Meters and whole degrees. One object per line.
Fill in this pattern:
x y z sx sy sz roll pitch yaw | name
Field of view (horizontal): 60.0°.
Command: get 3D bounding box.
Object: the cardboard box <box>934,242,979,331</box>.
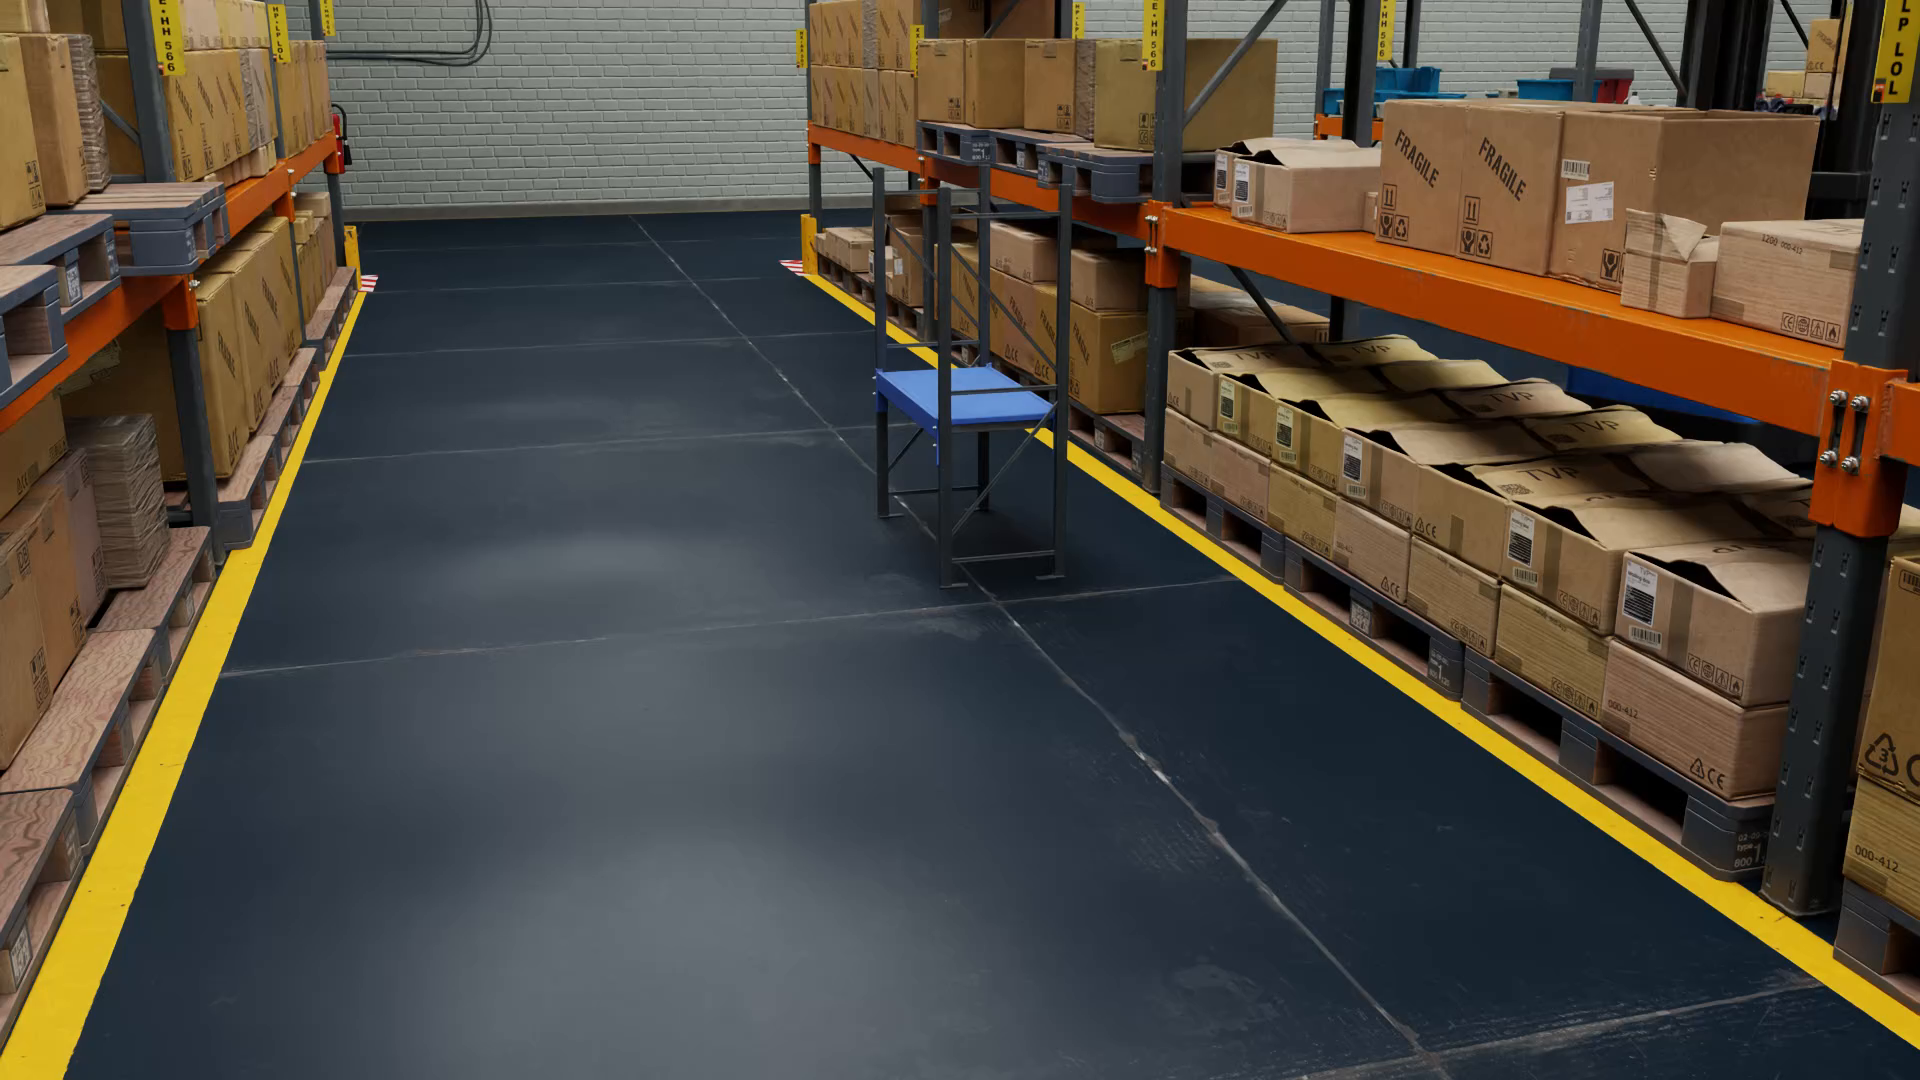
0.144 -1.662 10.852 0.500 0.500 0.500 -6 18 -18 | cardboard box

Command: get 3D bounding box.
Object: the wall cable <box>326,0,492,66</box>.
-6.826 -6.494 18.328 3.097 2.526 0.112 -5 17 -15 | wall cable

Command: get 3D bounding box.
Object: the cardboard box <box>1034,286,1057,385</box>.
0.720 -1.092 8.955 0.500 0.500 0.500 -5 18 -17 | cardboard box

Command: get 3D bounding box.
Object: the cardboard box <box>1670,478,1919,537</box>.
2.438 -0.015 4.862 0.500 0.311 0.500 -5 17 -16 | cardboard box

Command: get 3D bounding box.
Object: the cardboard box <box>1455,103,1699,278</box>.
1.966 -1.135 5.342 0.500 0.500 0.500 -5 17 -15 | cardboard box

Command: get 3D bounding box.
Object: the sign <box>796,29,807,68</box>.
-1.375 -4.280 14.481 0.100 0.325 0.005 -5 17 -15 | sign

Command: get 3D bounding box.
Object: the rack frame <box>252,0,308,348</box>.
-4.516 -2.409 9.758 1.000 3.000 0.127 -5 17 -15 | rack frame

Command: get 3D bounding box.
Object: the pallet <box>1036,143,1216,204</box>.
1.091 -1.785 8.015 1.213 0.211 1.003 -5 17 -15 | pallet

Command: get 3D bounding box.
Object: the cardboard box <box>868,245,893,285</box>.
-0.390 -2.067 12.530 0.500 0.311 0.500 -5 17 -15 | cardboard box

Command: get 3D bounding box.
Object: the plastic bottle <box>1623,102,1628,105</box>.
4.737 -2.964 11.810 0.061 0.283 0.133 -5 17 -15 | plastic bottle

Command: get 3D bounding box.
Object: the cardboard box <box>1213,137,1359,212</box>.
1.403 -1.549 7.049 0.500 0.311 0.500 -4 17 -12 | cardboard box

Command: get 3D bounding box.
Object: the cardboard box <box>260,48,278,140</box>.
-4.147 -2.501 9.340 0.500 0.500 0.500 -5 17 -16 | cardboard box

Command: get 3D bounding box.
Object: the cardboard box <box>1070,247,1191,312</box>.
0.843 -1.323 8.421 0.500 0.250 0.500 -4 17 -13 | cardboard box

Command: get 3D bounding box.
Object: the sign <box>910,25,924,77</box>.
-0.274 -3.171 10.791 0.100 0.325 0.005 -5 17 -15 | sign

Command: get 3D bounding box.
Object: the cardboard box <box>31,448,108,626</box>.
-3.139 0.030 5.217 0.700 0.500 0.500 -5 17 -15 | cardboard box

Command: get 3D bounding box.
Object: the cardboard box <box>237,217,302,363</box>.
-4.213 -1.411 9.443 0.750 0.750 0.750 -4 17 -15 | cardboard box

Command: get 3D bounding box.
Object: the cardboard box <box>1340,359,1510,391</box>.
1.875 -0.580 6.742 0.500 0.311 0.500 -5 17 -16 | cardboard box

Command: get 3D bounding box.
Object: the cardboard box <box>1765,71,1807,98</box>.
8.545 -4.607 16.819 0.500 0.250 0.500 -5 17 -17 | cardboard box

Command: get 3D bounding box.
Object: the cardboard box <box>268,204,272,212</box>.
-5.345 -2.454 12.395 0.380 0.149 0.250 -5 17 -15 | cardboard box

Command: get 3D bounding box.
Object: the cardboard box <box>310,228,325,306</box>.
-4.897 -1.909 11.710 0.700 0.500 0.500 -4 17 -14 | cardboard box

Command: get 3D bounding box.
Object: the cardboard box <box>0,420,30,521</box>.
-2.926 -0.176 4.600 0.500 0.250 0.500 -5 17 -16 | cardboard box

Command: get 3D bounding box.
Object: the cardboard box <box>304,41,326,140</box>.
-5.255 -3.319 12.265 0.980 0.700 0.700 -5 17 -16 | cardboard box

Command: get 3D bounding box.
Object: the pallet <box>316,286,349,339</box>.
-4.989 -1.628 12.006 1.003 0.211 1.213 -5 17 -15 | pallet

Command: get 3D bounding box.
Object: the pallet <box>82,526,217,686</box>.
-3.204 0.249 5.756 1.003 0.211 1.213 -5 17 -15 | pallet

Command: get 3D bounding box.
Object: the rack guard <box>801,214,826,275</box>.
-0.833 -2.690 15.039 1.175 0.500 0.348 -5 17 -15 | rack guard

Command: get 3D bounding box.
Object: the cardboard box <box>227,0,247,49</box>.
-3.870 -2.576 8.285 0.500 0.250 0.500 -4 17 -14 | cardboard box

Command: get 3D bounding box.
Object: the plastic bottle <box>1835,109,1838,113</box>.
5.768 -2.708 10.968 0.152 0.276 0.135 -5 17 -15 | plastic bottle

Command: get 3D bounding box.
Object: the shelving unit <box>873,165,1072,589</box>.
0.023 -0.695 6.658 0.538 1.500 1.048 -5 17 -15 | shelving unit

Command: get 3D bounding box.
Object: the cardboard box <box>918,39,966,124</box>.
0.161 -2.902 10.496 0.700 0.500 0.500 -12 20 -34 | cardboard box

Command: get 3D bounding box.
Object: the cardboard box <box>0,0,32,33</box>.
-3.191 -1.691 5.302 0.380 0.149 0.250 -8 18 -24 | cardboard box

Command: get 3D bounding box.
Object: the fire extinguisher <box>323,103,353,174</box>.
-5.213 -3.378 13.767 0.296 0.674 0.183 -5 17 -15 | fire extinguisher

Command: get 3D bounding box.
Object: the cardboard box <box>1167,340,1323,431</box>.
1.207 -0.680 7.077 0.500 0.311 0.500 -4 17 -13 | cardboard box

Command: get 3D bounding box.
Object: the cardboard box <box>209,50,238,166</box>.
-3.575 -1.940 7.471 0.500 0.500 0.500 -5 17 -16 | cardboard box

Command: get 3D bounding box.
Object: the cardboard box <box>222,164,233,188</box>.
-3.782 -1.798 8.126 0.380 0.149 0.250 -4 17 -14 | cardboard box

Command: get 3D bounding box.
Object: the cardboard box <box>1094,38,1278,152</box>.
1.064 -2.110 7.858 0.700 0.500 0.500 -12 20 -34 | cardboard box

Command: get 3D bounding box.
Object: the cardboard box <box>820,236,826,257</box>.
-1.000 -2.550 14.387 0.380 0.166 0.250 -5 17 -15 | cardboard box

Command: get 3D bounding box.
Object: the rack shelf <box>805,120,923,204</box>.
-0.304 -3.011 13.011 1.077 0.370 4.000 -5 17 -15 | rack shelf

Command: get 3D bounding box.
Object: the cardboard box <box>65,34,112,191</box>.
-3.278 -1.432 5.567 0.700 0.500 0.500 -7 18 -22 | cardboard box

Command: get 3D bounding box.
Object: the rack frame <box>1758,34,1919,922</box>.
2.444 -0.589 3.699 1.000 3.000 0.127 -5 17 -15 | rack frame

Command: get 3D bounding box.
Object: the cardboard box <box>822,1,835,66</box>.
-0.834 -4.147 13.633 0.500 0.500 0.500 -5 17 -15 | cardboard box

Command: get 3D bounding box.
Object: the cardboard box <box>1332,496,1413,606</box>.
1.635 0.013 5.746 0.500 0.250 0.500 -4 17 -14 | cardboard box

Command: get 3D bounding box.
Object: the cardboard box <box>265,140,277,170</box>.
-4.059 -2.159 9.329 0.380 0.149 0.250 -4 17 -14 | cardboard box

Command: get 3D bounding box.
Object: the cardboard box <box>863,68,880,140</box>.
-0.425 -3.252 12.391 0.500 0.500 0.500 -4 17 -14 | cardboard box

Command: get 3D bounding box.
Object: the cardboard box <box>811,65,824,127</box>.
-0.985 -3.813 14.257 0.500 0.500 0.500 -4 17 -14 | cardboard box

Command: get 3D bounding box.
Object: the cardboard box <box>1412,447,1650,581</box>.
1.773 -0.113 5.188 0.500 0.311 0.500 -5 17 -15 | cardboard box

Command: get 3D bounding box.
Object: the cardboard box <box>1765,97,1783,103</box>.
8.453 -4.446 16.975 0.380 0.149 0.250 -4 17 -15 | cardboard box

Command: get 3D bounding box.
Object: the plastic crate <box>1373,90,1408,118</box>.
3.842 -3.971 15.144 0.416 0.233 0.300 -5 17 -15 | plastic crate

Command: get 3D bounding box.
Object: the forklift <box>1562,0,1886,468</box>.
4.515 -2.012 8.554 3.031 2.935 1.130 -13 21 -36 | forklift

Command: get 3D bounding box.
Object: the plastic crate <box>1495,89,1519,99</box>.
4.767 -3.601 13.829 0.437 0.282 0.530 -5 17 -15 | plastic crate

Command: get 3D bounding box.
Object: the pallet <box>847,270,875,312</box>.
-0.281 -1.994 13.225 1.003 0.211 1.213 -5 17 -15 | pallet

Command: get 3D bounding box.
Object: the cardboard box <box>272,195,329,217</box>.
-5.045 -2.553 12.724 0.380 0.149 0.250 -4 17 -14 | cardboard box

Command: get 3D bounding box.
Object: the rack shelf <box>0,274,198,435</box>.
-2.867 -0.405 4.337 1.077 0.370 4.000 -5 17 -15 | rack shelf

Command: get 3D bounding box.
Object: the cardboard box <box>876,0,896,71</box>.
-0.286 -3.589 11.776 0.500 0.500 0.500 -5 17 -16 | cardboard box

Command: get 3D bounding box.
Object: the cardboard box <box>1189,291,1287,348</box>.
1.345 -1.002 8.653 0.500 0.500 0.500 -5 18 -17 | cardboard box

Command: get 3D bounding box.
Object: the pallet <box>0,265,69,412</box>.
-2.388 -0.327 3.161 1.003 0.211 1.213 -5 17 -15 | pallet

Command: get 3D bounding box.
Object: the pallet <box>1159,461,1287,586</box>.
1.534 -0.129 7.015 1.003 0.211 1.213 -5 17 -15 | pallet
